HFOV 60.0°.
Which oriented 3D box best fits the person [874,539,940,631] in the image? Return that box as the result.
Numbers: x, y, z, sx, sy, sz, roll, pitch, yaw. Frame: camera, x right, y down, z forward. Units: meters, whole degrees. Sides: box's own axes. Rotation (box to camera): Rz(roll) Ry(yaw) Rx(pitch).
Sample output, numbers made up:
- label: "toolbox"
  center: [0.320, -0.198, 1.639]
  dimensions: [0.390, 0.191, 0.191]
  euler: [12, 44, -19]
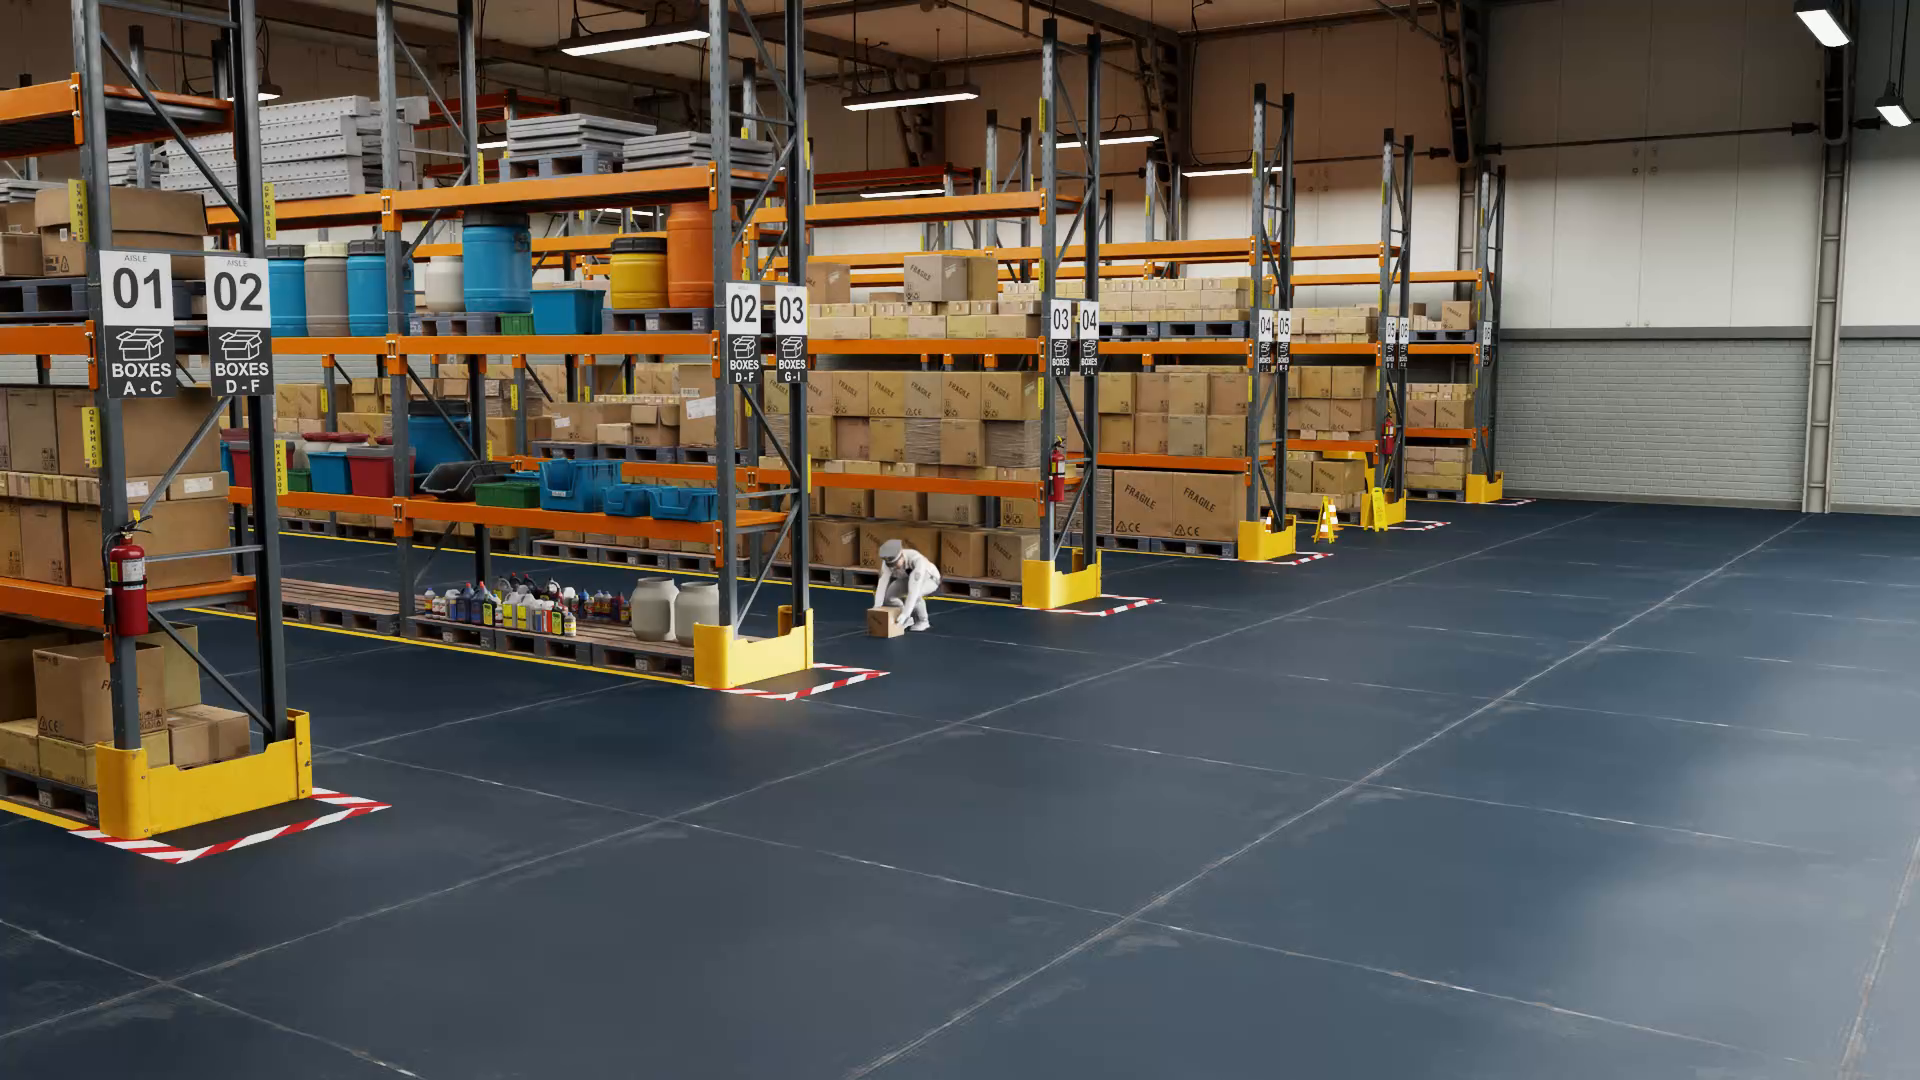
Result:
- label: "person"
  center: [-0.511, 0.422, 15.948]
  dimensions: [0.490, 0.914, 0.847]
  euler: [4, 8, 33]
